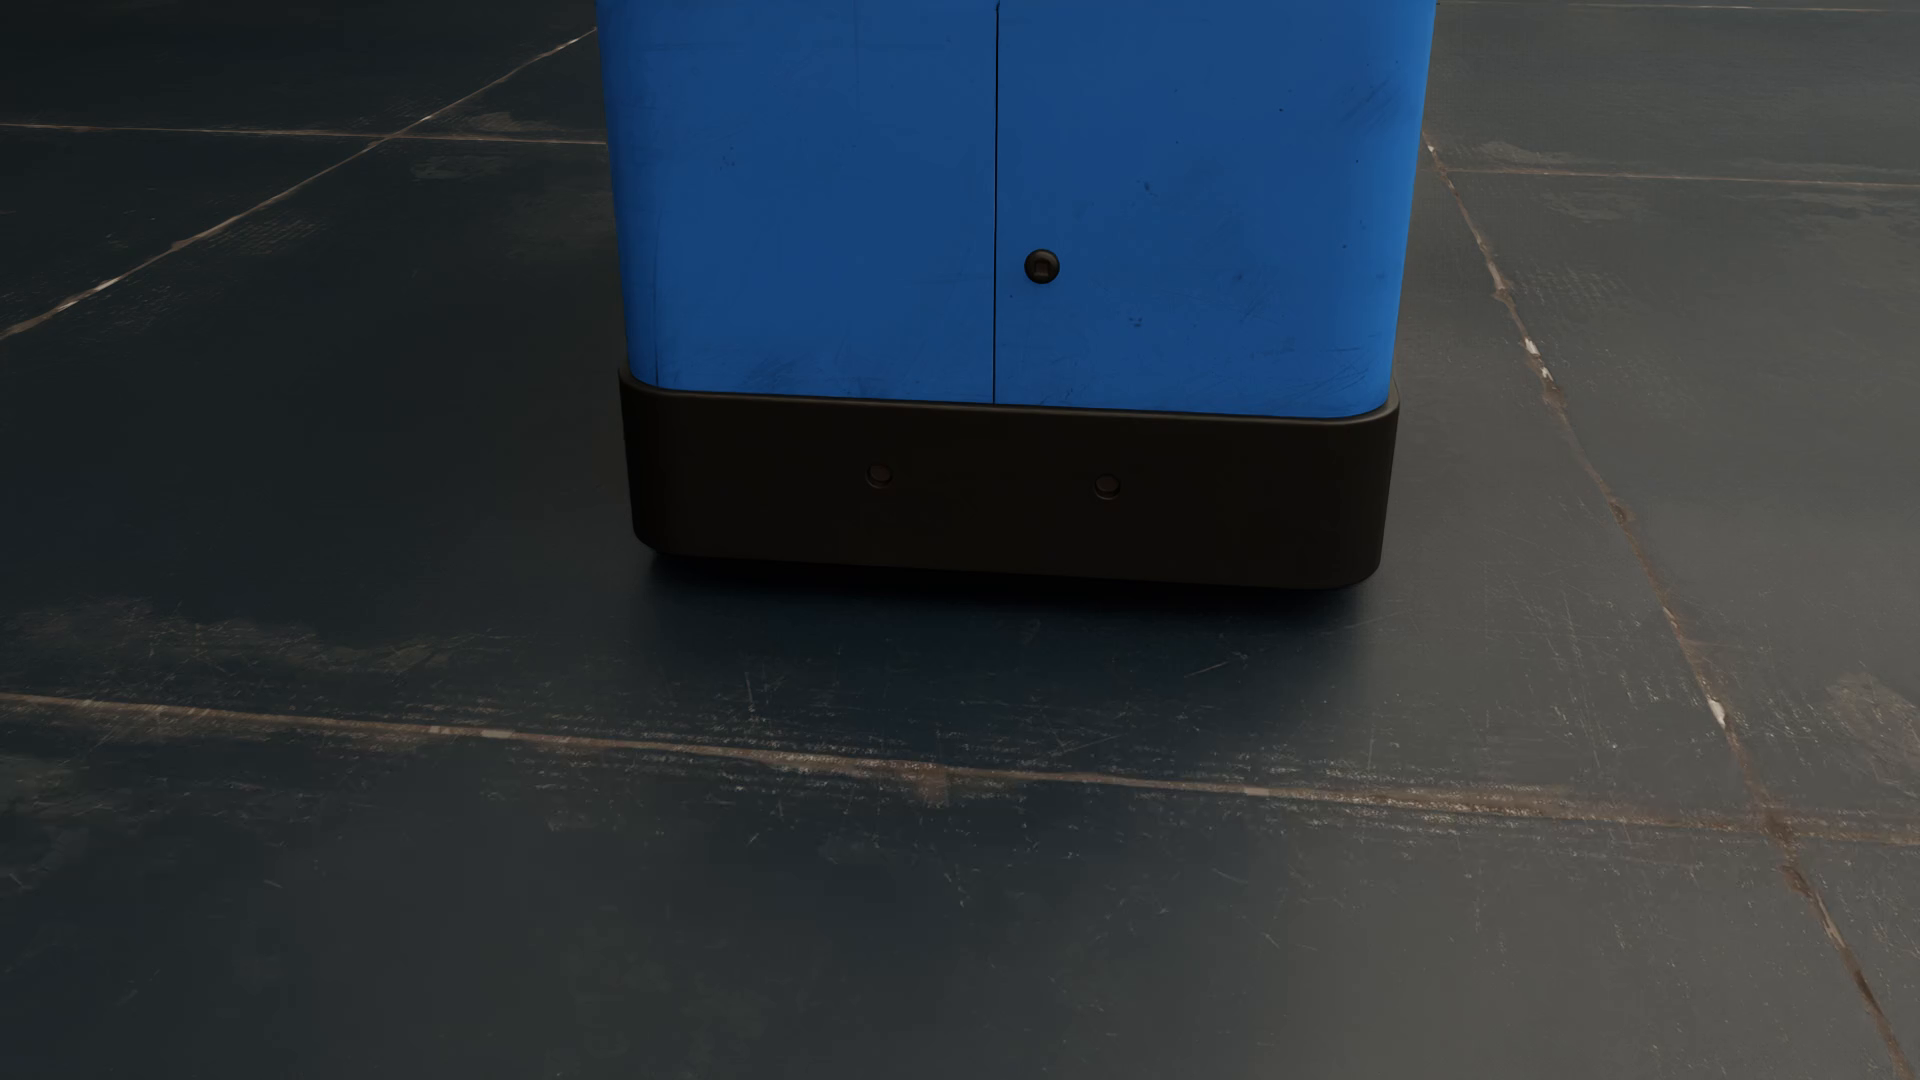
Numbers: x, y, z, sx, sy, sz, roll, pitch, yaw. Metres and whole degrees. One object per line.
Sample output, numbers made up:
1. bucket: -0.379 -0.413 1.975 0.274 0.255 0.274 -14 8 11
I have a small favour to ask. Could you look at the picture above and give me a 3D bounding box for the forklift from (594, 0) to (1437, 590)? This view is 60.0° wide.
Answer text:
1. forklift: 0.220 -1.873 2.972 1.130 2.935 3.031 3 27 6
